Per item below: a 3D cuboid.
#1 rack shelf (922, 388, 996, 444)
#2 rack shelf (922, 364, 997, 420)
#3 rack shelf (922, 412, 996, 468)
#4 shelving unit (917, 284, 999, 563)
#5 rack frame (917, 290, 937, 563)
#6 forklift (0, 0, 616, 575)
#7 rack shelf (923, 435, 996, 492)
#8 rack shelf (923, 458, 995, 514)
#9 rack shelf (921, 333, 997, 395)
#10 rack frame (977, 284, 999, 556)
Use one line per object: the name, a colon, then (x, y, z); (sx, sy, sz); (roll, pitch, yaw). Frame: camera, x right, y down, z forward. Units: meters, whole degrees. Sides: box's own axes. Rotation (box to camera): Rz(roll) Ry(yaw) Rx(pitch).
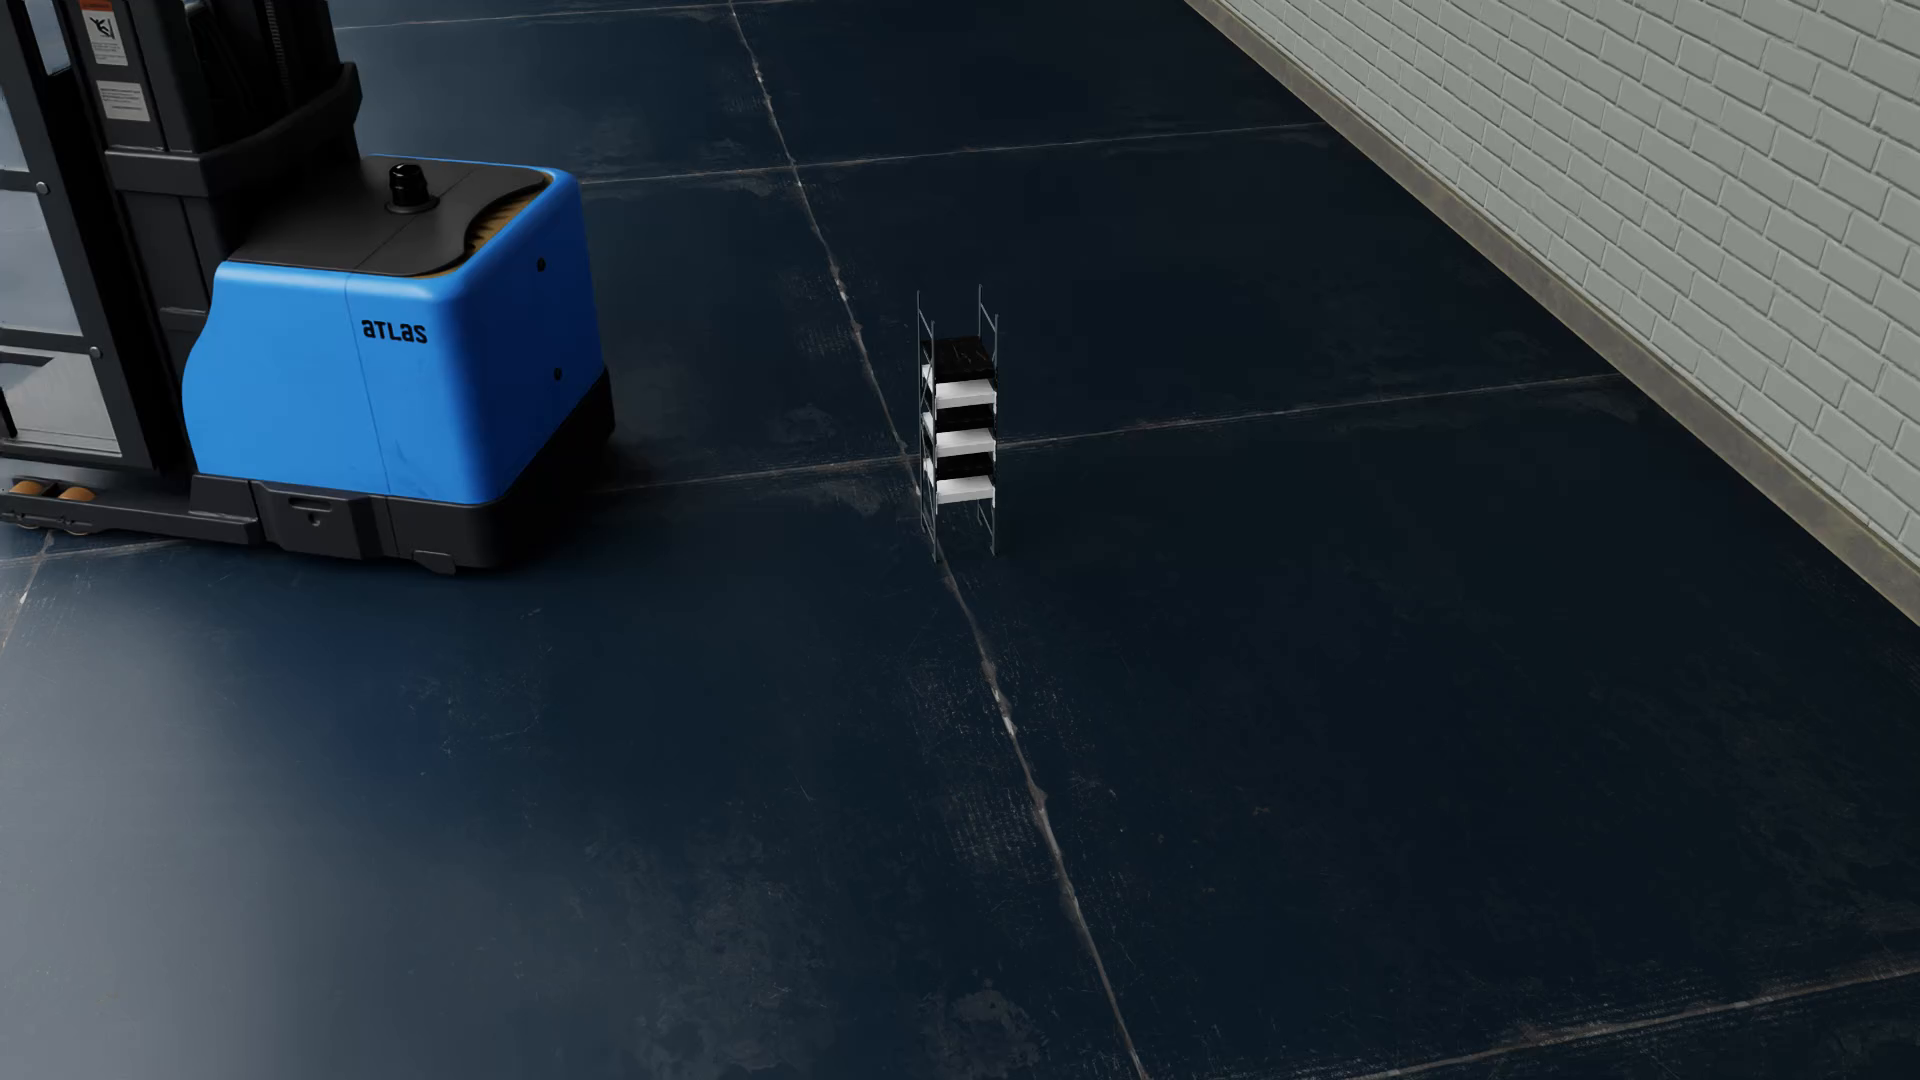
rack shelf: (-0.008, -0.420, 5.466); (0.200, 0.077, 0.258); (-7, 35, -11)
rack shelf: (-0.008, -0.494, 5.416); (0.200, 0.077, 0.258); (-7, 35, -11)
rack shelf: (-0.008, -0.345, 5.516); (0.200, 0.077, 0.258); (-7, 35, -11)
shelving unit: (-0.008, -0.373, 5.498); (0.210, 0.900, 0.258); (-7, 35, -11)
rack frame: (-0.107, -0.360, 5.479); (0.006, 0.900, 0.240); (-7, 35, -11)
forklift: (-2.865, -1.512, 5.373); (3.031, 2.935, 1.130); (7, 34, 10)
rack shelf: (-0.008, -0.270, 5.566); (0.200, 0.077, 0.258); (-7, 35, -11)
rack shelf: (-0.008, -0.196, 5.617); (0.200, 0.077, 0.258); (-7, 35, -11)
rack shelf: (-0.008, -0.569, 5.366); (0.200, 0.077, 0.258); (-7, 35, -11)
rack frame: (0.091, -0.385, 5.516); (0.006, 0.900, 0.240); (-7, 35, -11)
